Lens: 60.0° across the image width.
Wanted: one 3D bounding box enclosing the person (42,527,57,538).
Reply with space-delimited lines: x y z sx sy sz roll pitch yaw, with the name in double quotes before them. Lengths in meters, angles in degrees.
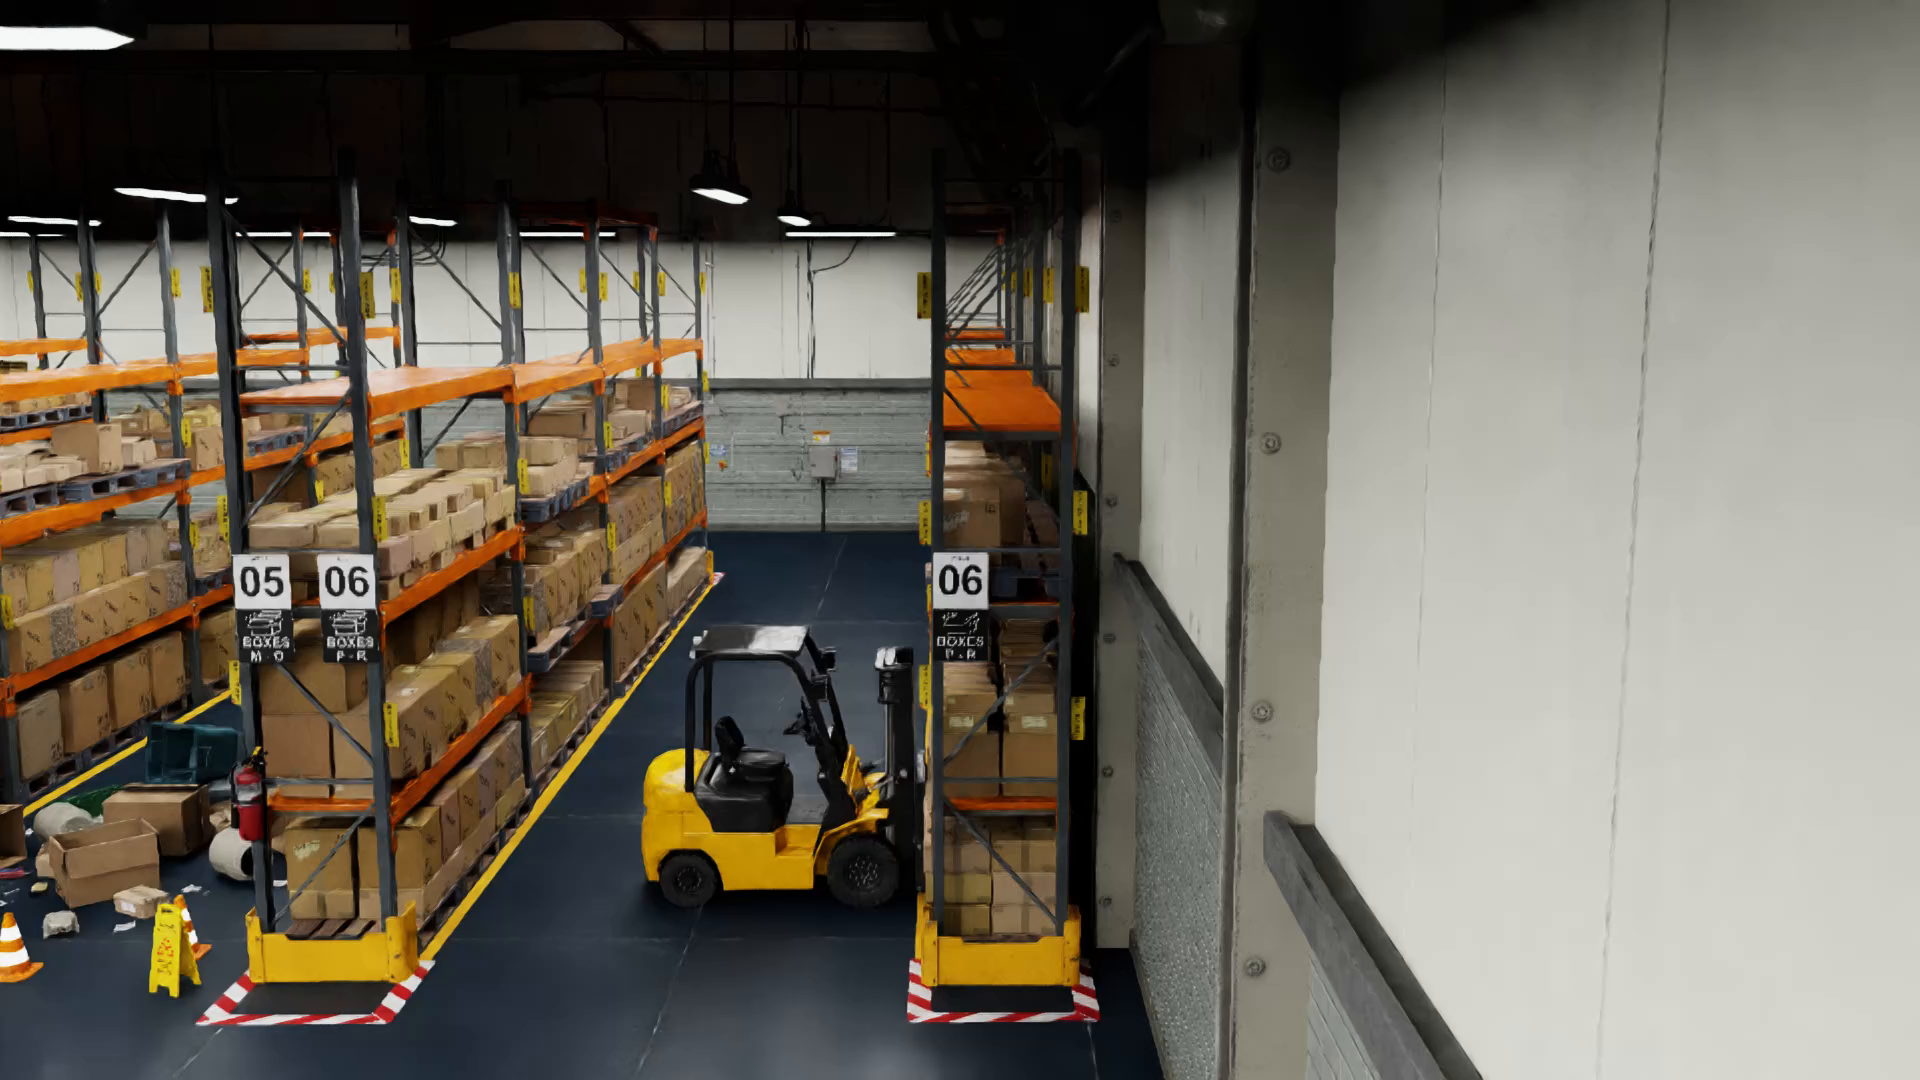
"person" -13.049 0.563 24.049 0.430 1.539 0.949 0 9 -2
